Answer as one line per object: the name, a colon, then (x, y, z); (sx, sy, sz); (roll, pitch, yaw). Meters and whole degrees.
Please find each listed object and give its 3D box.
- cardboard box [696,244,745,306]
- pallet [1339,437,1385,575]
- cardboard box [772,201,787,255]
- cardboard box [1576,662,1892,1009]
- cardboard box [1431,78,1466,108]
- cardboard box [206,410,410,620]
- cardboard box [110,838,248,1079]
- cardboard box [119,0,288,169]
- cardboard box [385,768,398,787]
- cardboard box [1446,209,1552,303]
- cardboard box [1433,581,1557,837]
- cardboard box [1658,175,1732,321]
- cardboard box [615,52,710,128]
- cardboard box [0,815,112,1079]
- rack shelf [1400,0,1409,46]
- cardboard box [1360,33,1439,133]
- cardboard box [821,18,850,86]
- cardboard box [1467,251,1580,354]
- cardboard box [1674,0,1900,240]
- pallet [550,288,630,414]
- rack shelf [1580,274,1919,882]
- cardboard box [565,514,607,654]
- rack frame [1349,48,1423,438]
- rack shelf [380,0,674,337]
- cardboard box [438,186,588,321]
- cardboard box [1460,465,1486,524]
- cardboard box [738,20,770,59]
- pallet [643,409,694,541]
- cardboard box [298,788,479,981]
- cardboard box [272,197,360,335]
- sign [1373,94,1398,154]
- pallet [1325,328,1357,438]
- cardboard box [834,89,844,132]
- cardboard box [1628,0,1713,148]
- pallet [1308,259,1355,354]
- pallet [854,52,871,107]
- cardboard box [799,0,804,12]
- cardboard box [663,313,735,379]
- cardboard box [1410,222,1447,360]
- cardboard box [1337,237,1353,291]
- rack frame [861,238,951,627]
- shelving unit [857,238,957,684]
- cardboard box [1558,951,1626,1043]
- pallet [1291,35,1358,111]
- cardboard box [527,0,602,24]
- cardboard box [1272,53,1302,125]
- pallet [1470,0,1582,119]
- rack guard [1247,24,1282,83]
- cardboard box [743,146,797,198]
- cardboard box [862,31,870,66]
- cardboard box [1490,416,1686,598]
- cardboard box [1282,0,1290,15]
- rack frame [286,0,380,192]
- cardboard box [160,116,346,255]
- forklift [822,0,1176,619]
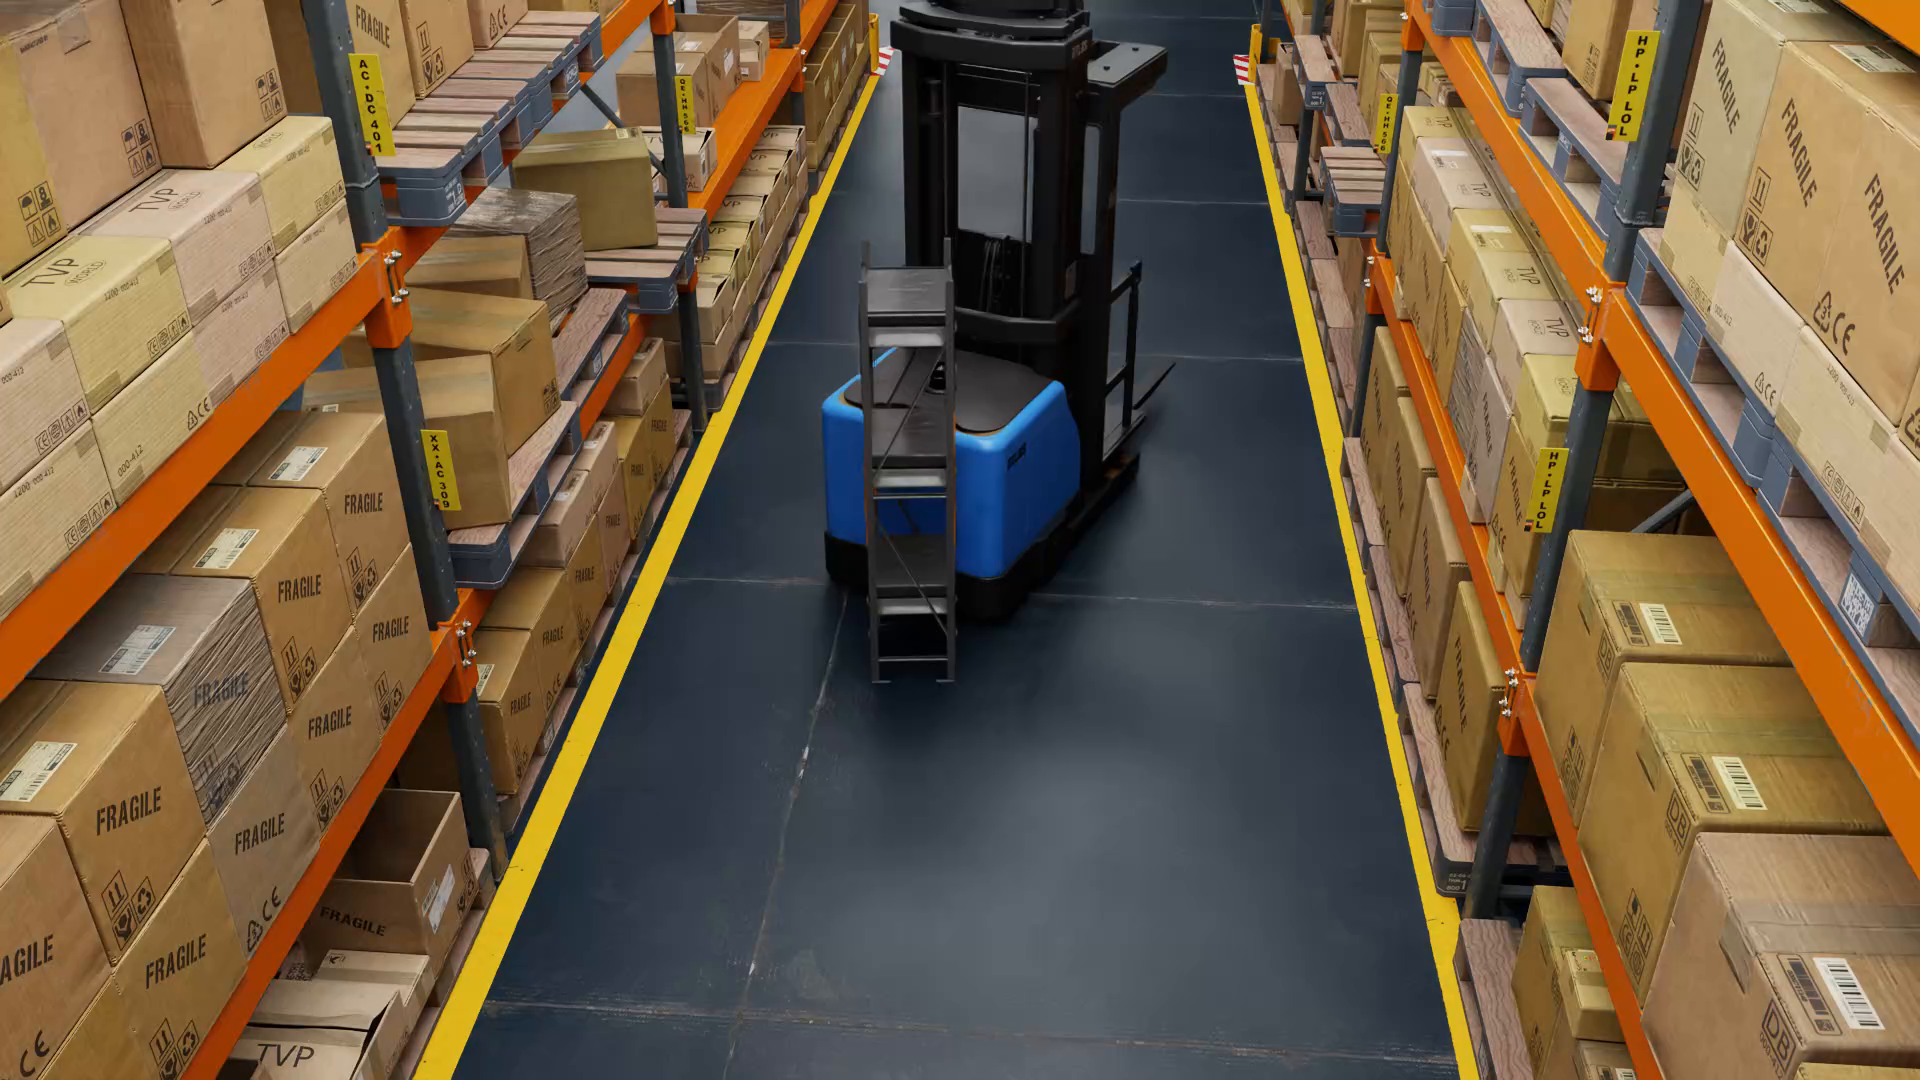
cardboard box: (-1.712, -1.774, 10.955); (0.500, 0.311, 0.500); (2, 32, 3)
pallet: (2.716, -0.185, 9.349); (1.003, 0.211, 1.213); (2, 32, 4)
cardboard box: (-1.585, -2.329, 12.391); (0.500, 0.250, 0.500); (3, 32, 5)
cardboard box: (2.405, 0.847, 4.730); (0.980, 0.700, 0.700); (2, 32, 3)
cardboard box: (2.854, -2.469, 9.264); (0.380, 0.149, 0.250); (-2, 32, -2)
cardboard box: (-2.191, -0.092, 5.491); (0.500, 0.500, 0.500); (3, 32, 4)
cardboard box: (-2.311, 1.136, 4.453); (0.500, 0.500, 0.500); (3, 32, 5)
cardboard box: (-2.409, -1.388, 4.736); (0.700, 0.500, 0.500); (2, 32, 4)
cardboard box: (-2.653, 0.708, 7.206); (0.500, 0.500, 0.500); (2, 32, 4)
cardboard box: (2.447, -1.242, 7.293); (0.500, 0.250, 0.500); (2, 32, 3)
cardboard box: (2.453, 0.702, 6.901); (0.750, 0.750, 0.750); (3, 32, 5)
cardboard box: (2.211, -0.774, 4.435); (0.500, 0.250, 0.500); (2, 32, 4)
cardboard box: (-1.961, -2.911, 11.019); (0.500, 0.500, 0.500); (1, 32, 1)
cardboard box: (-2.354, 0.969, 3.771); (0.500, 0.500, 0.500); (3, 32, 5)
rack shelf: (3.019, -3.797, 10.379); (1.077, 0.370, 4.000); (2, 32, 4)
cardboard box: (2.963, -2.909, 10.597); (0.700, 0.500, 0.500); (2, 32, 4)
cardboard box: (-1.286, -4.423, 15.074); (0.500, 0.500, 0.500); (2, 32, 4)
cardboard box: (2.406, -0.975, 6.860); (0.500, 0.250, 0.500); (3, 32, 5)
cardboard box: (2.192, -1.082, 4.220); (0.500, 0.500, 0.500); (2, 32, 4)
pallet: (-2.236, -0.892, 8.021); (1.003, 0.211, 1.213); (2, 32, 4)
rack shelf: (2.367, 0.386, 3.591); (1.077, 0.370, 4.000); (2, 32, 4)
cardboard box: (-2.045, 0.195, 8.038); (0.500, 0.500, 0.500); (3, 32, 5)
rack frame: (2.856, -1.781, 9.281); (1.000, 3.000, 0.127); (2, 32, 4)
rack shelf: (-2.245, -1.915, 7.326); (1.077, 0.370, 4.000); (2, 32, 4)
cardboard box: (-2.286, -1.408, 8.179); (0.700, 0.500, 0.500); (8, 33, 13)
cardboard box: (2.301, -0.187, 6.915); (0.380, 0.149, 0.250); (2, 32, 4)
cardboard box: (-1.753, -3.759, 12.633); (0.500, 0.250, 0.500); (4, 32, 7)
pallet: (-2.180, -0.415, 9.722); (1.003, 0.211, 1.213); (2, 32, 4)
cardboard box: (-2.171, 1.288, 6.264); (0.500, 0.500, 0.500); (2, 32, 4)
cardboard box: (-2.182, -0.846, 5.048); (0.500, 0.250, 0.500); (2, 32, 4)
sign: (2.314, -2.258, 9.027); (0.100, 0.325, 0.005); (2, 32, 4)
pallet: (2.921, -1.002, 10.675); (1.003, 0.211, 1.213); (2, 32, 4)
cardboard box: (-1.325, -3.842, 14.846); (0.500, 0.250, 0.500); (2, 32, 4)
cardboard box: (2.711, -1.652, 5.697); (0.700, 0.500, 0.500); (1, 32, 1)
pallet: (3.023, -1.638, 11.708); (1.003, 0.211, 1.213); (2, 32, 4)
pallet: (-1.451, -4.585, 16.489); (1.003, 0.211, 1.213); (2, 32, 4)
cardboard box: (-1.690, -4.633, 13.814); (0.700, 0.500, 0.500); (2, 32, 3)
cardboard box: (-1.746, -1.260, 10.656); (0.500, 0.250, 0.500); (2, 32, 4)
cardboard box: (2.468, -1.183, 7.912); (0.500, 0.500, 0.500); (2, 32, 4)
cardboard box: (3.064, -2.073, 11.717); (0.700, 0.500, 0.500); (3, 32, 5)
rack frame: (-0.240, -0.453, 7.984); (0.400, 2.100, 0.015); (-1, 32, -1)
shelving unit: (-0.234, -0.325, 7.776); (0.431, 2.100, 0.503); (-1, 32, -1)
cardboard box: (2.157, 1.478, 5.357); (0.380, 0.149, 0.250); (3, 32, 6)
pallet: (2.974, -3.397, 12.087); (1.003, 0.211, 1.213); (2, 32, 4)
cardboard box: (-2.168, -2.542, 7.561); (0.910, 0.500, 0.500); (2, 32, 4)
cardboard box: (3.205, -4.050, 14.925); (0.700, 0.500, 0.500); (1, 32, 1)
pallet: (2.768, -2.054, 7.044); (1.003, 0.211, 1.213); (4, 32, 6)
rack guard: (3.501, -4.860, 16.660); (1.175, 0.500, 0.348); (2, 32, 4)
cardboard box: (-1.540, -2.833, 12.674); (0.500, 0.311, 0.500); (3, 32, 5)
cardboard box: (-1.180, -4.889, 16.545); (0.500, 0.250, 0.500); (2, 32, 4)
cardboard box: (2.316, -0.119, 6.186); (0.500, 0.500, 0.500); (2, 32, 3)
cardboard box: (2.992, -4.602, 13.982); (0.500, 0.250, 0.500); (2, 32, 4)
rack frame: (-2.407, -2.453, 4.653); (1.000, 3.000, 0.127); (2, 32, 4)
cardboard box: (-2.176, -1.059, 4.917); (0.500, 0.250, 0.500); (2, 32, 4)
forklift: (0.405, -1.598, 9.050); (1.130, 2.935, 3.031); (15, 35, 23)
